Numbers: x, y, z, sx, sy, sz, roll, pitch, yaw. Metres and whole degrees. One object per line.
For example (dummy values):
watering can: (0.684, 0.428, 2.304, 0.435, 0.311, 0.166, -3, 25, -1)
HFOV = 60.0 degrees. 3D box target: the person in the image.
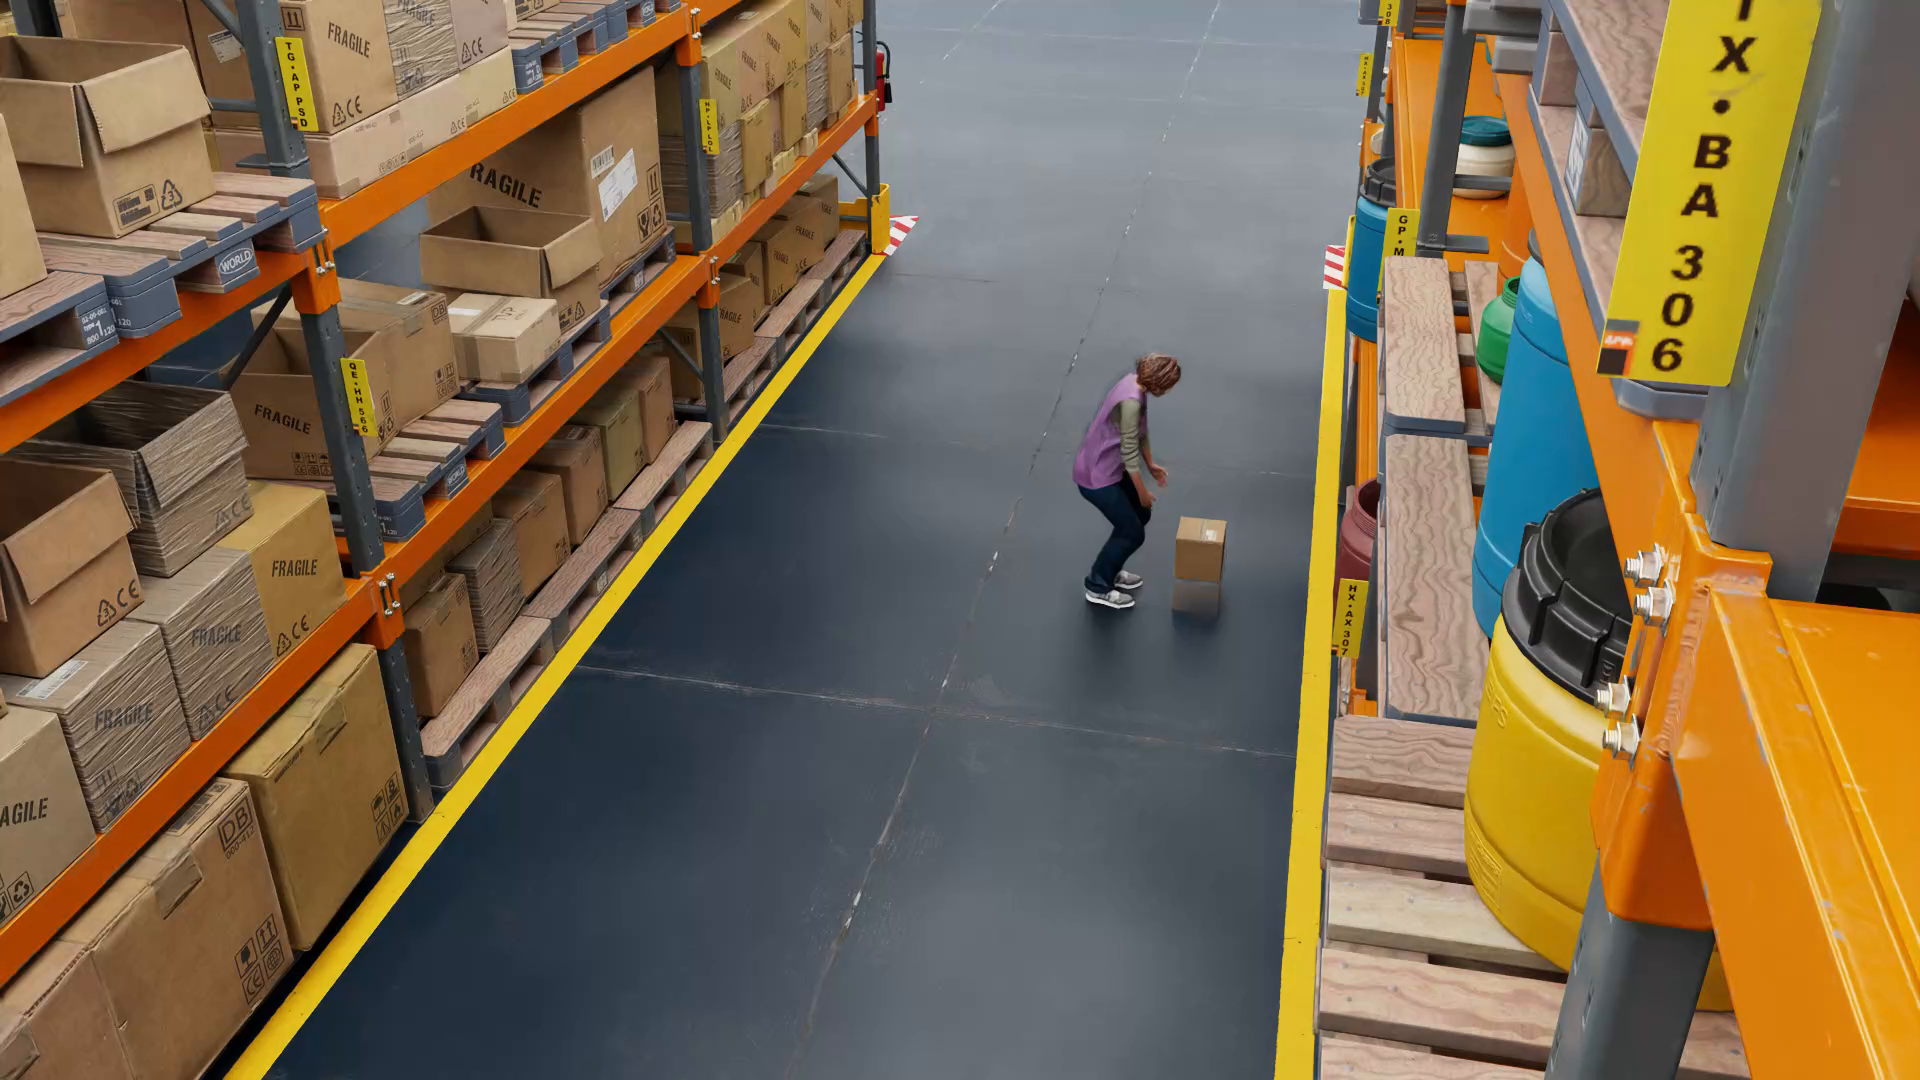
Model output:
person: (0.874, -0.337, 8.923, 0.540, 1.429, 0.454, 6, 30, 11)
